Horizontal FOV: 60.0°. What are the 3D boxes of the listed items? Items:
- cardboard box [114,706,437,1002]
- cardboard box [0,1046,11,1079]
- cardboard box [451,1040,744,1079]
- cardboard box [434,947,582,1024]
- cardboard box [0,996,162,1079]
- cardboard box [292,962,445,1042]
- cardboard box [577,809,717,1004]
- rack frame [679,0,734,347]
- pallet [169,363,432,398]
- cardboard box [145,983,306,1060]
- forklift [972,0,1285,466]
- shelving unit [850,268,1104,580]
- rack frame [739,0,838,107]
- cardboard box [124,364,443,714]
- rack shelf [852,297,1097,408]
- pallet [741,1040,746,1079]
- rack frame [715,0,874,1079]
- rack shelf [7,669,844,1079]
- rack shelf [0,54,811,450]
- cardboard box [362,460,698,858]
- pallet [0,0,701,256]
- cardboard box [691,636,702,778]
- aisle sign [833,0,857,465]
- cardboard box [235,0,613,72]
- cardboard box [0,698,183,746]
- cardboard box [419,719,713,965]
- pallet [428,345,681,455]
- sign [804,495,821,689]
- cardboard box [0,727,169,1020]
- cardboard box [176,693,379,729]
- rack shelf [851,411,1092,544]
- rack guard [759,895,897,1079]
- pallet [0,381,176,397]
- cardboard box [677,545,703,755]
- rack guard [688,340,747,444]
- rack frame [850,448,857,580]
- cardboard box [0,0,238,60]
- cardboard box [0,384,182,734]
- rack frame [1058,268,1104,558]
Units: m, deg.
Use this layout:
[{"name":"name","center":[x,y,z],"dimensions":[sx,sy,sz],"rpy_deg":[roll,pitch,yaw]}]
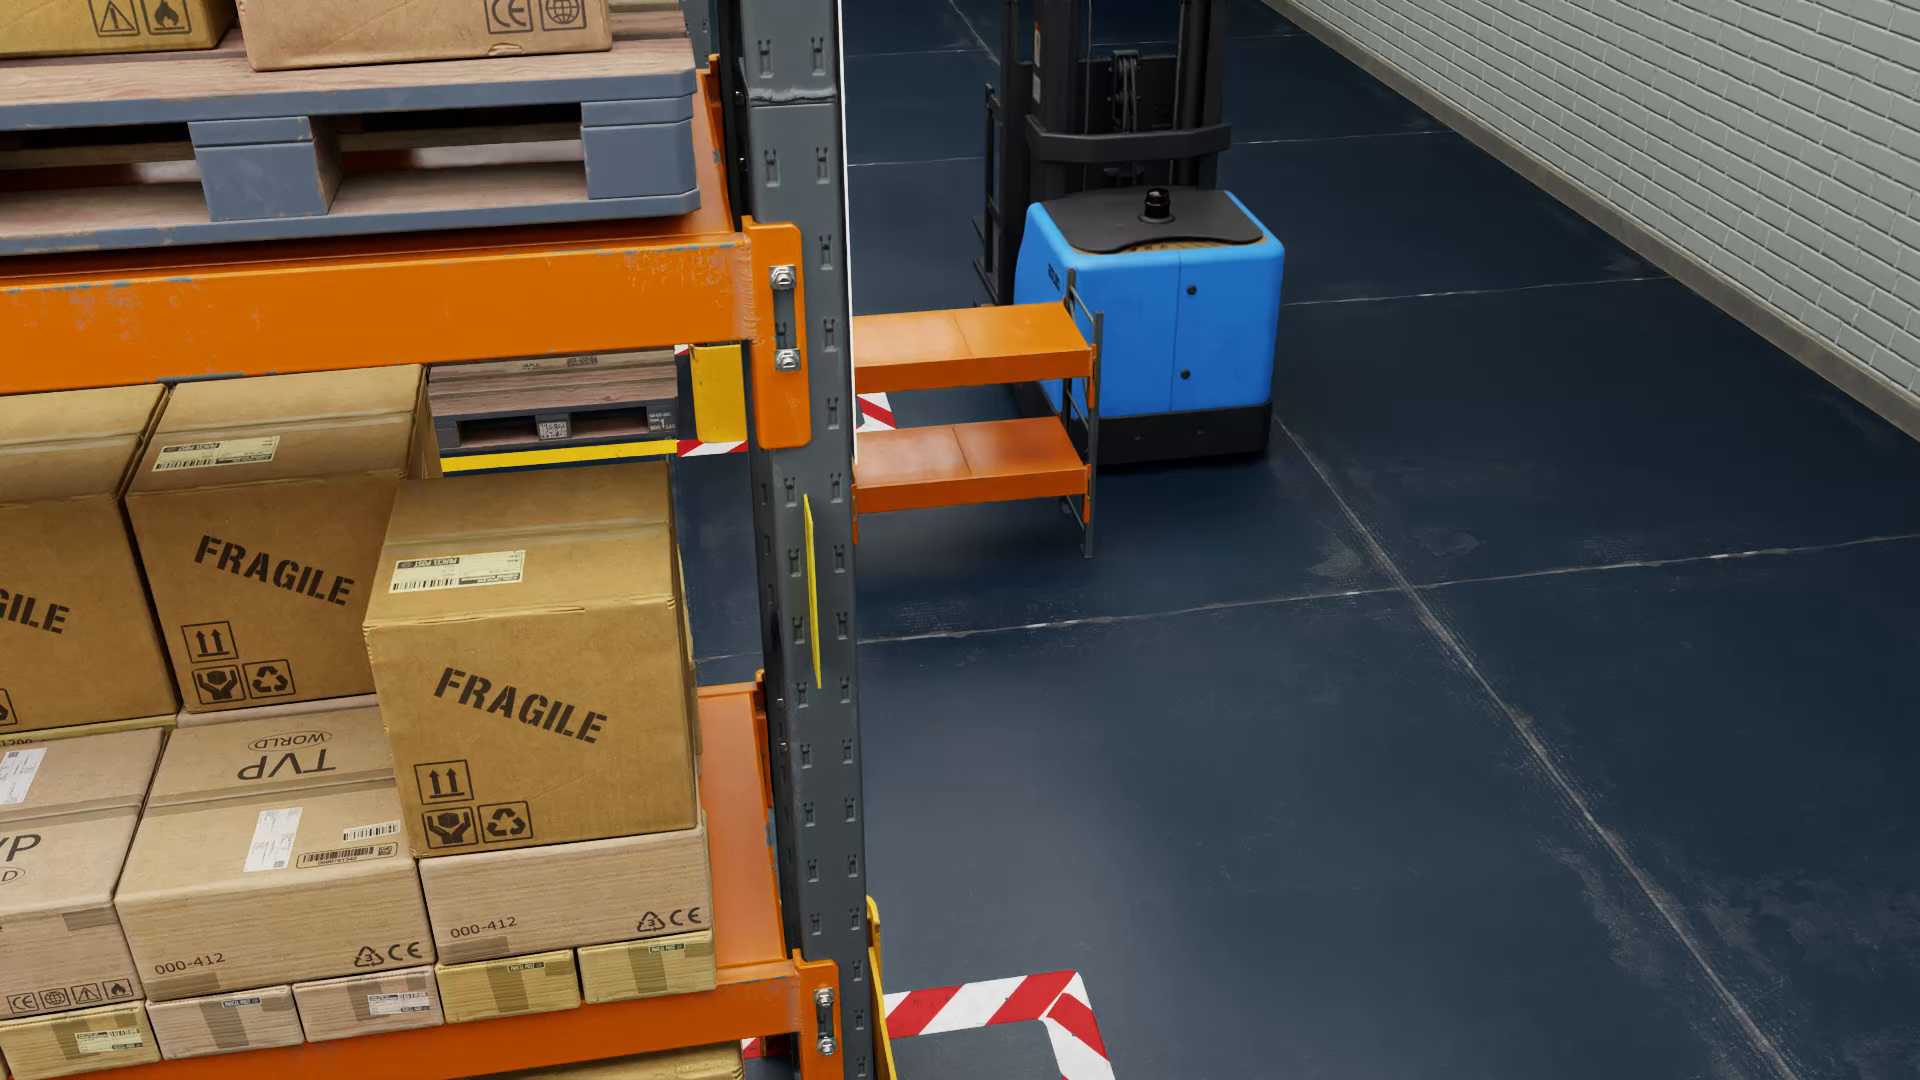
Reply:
[{"name":"cardboard box","center":[-1.258,0.576,3.166],"dimensions":[0.500,0.250,0.500],"rpy_deg":[-6,31,-10]},{"name":"cardboard box","center":[-1.880,0.840,3.110],"dimensions":[0.250,0.149,0.380],"rpy_deg":[-5,31,-9]},{"name":"cardboard box","center":[-0.945,1.250,3.847],"dimensions":[0.875,0.875,0.875],"rpy_deg":[-5,31,-9]},{"name":"cardboard box","center":[-0.876,0.746,3.269],"dimensions":[0.250,0.149,0.380],"rpy_deg":[-5,31,-8]},{"name":"cardboard box","center":[-1.625,0.816,3.151],"dimensions":[0.250,0.149,0.380],"rpy_deg":[-6,31,-10]},{"name":"cardboard box","center":[-1.124,0.769,3.231],"dimensions":[0.250,0.149,0.380],"rpy_deg":[-5,31,-9]},{"name":"cardboard box","center":[-0.621,0.722,3.311],"dimensions":[0.250,0.149,0.380],"rpy_deg":[-5,31,-8]},{"name":"rack frame","center":[-1.222,-2.053,7.781],"dimensions":[0.127,3.000,1.000],"rpy_deg":[-5,31,-9]},{"name":"pallet","center":[-3.238,-0.685,8.207],"dimensions":[1.213,0.211,1.003],"rpy_deg":[-5,31,-9]},{"name":"cardboard box","center":[-1.370,0.791,3.193],"dimensions":[0.250,0.149,0.380],"rpy_deg":[-5,31,-8]},{"name":"forklift","center":[0.690,-2.331,8.323],"dimensions":[1.130,2.935,3.031],"rpy_deg":[-5,31,-9]},{"name":"shelving unit","center":[0.007,-0.486,6.966],"dimensions":[1.048,1.125,0.538],"rpy_deg":[-5,31,-9]},{"name":"rack frame","center":[-0.330,-2.169,2.061],"dimensions":[0.127,3.000,1.000],"rpy_deg":[-5,31,-9]},{"name":"cardboard box","center":[-1.342,-0.015,3.431],"dimensions":[0.500,0.500,0.500],"rpy_deg":[-6,31,-10]},{"name":"rack shelf","center":[0.007,-0.738,6.818],"dimensions":[1.000,0.278,0.538],"rpy_deg":[-5,31,-9]},{"name":"pallet","center":[-1.102,1.731,4.098],"dimensions":[1.213,0.211,1.003],"rpy_deg":[-5,31,-9]},{"name":"rack frame","center":[-0.330,0.417,3.582],"dimensions":[0.127,3.000,1.000],"rpy_deg":[-5,31,-9]},{"name":"rack shelf","center":[-2.297,0.910,3.454],"dimensions":[4.000,0.370,1.077],"rpy_deg":[-5,31,-9]},{"name":"rack shelf","center":[-2.297,-0.383,2.693],"dimensions":[4.000,0.370,1.077],"rpy_deg":[-5,31,-9]},{"name":"cardboard box","center":[-0.762,0.206,3.056],"dimensions":[0.500,0.500,0.500],"rpy_deg":[-5,31,-8]},{"name":"pallet","center":[-1.058,-0.765,2.720],"dimensions":[1.213,0.211,1.003],"rpy_deg":[-5,31,-9]},{"name":"cardboard box","center":[-0.738,0.393,3.870],"dimensions":[0.250,0.149,0.380],"rpy_deg":[-5,31,-8]},{"name":"aisle sign","center":[-0.205,-0.561,2.680],"dimensions":[0.004,0.787,0.394],"rpy_deg":[-5,31,-9]},{"name":"cardboard box","center":[-0.832,-1.069,2.538],"dimensions":[0.500,0.500,0.700],"rpy_deg":[-7,31,-12]},{"name":"cardboard box","center":[-1.855,0.357,3.537],"dimensions":[0.500,0.250,0.500],"rpy_deg":[-6,31,-11]},{"name":"cardboard box","center":[-0.759,0.530,3.244],"dimensions":[0.500,0.250,0.500],"rpy_deg":[-6,31,-10]},{"name":"pallet","center":[-2.040,-0.795,8.393],"dimensions":[1.213,0.211,1.003],"rpy_deg":[-5,31,-9]},{"name":"sign","center":[-0.246,0.087,2.766],"dimensions":[0.005,0.325,0.100],"rpy_deg":[-5,31,-9]},{"name":"cardboard box","center":[-1.758,0.622,3.087],"dimensions":[0.500,0.250,0.500],"rpy_deg":[-6,31,-11]},{"name":"cardboard box","center":[-1.361,0.313,3.612],"dimensions":[0.500,0.250,0.500],"rpy_deg":[-6,31,-10]},{"name":"rack shelf","center":[0.007,-0.275,7.090],"dimensions":[1.000,0.278,0.538],"rpy_deg":[-5,31,-9]},{"name":"rack guard","center":[-0.306,1.492,4.219],"dimensions":[0.348,0.500,1.175],"rpy_deg":[-5,31,-9]},{"name":"pallet","center":[-4.440,-0.572,8.014],"dimensions":[1.213,0.211,1.003],"rpy_deg":[-5,31,-9]},{"name":"cardboard box","center":[-0.850,0.262,3.699],"dimensions":[0.500,0.250,0.500],"rpy_deg":[-6,31,-10]},{"name":"rack guard","center":[-1.201,-0.984,8.430],"dimensions":[0.348,0.500,1.175],"rpy_deg":[-5,31,-9]},{"name":"rack frame","center":[-0.493,-0.439,6.887],"dimensions":[0.032,1.125,0.500],"rpy_deg":[-5,31,-9]},{"name":"cardboard box","center":[-1.407,-1.078,2.553],"dimensions":[0.500,0.500,0.700],"rpy_deg":[-6,31,-11]},{"name":"cardboard box","center":[-1.851,0.035,3.345],"dimensions":[0.500,0.500,0.500],"rpy_deg":[-6,31,-10]},{"name":"rack frame","center":[0.507,-0.532,7.045],"dimensions":[0.032,1.125,0.500],"rpy_deg":[-5,31,-9]}]
